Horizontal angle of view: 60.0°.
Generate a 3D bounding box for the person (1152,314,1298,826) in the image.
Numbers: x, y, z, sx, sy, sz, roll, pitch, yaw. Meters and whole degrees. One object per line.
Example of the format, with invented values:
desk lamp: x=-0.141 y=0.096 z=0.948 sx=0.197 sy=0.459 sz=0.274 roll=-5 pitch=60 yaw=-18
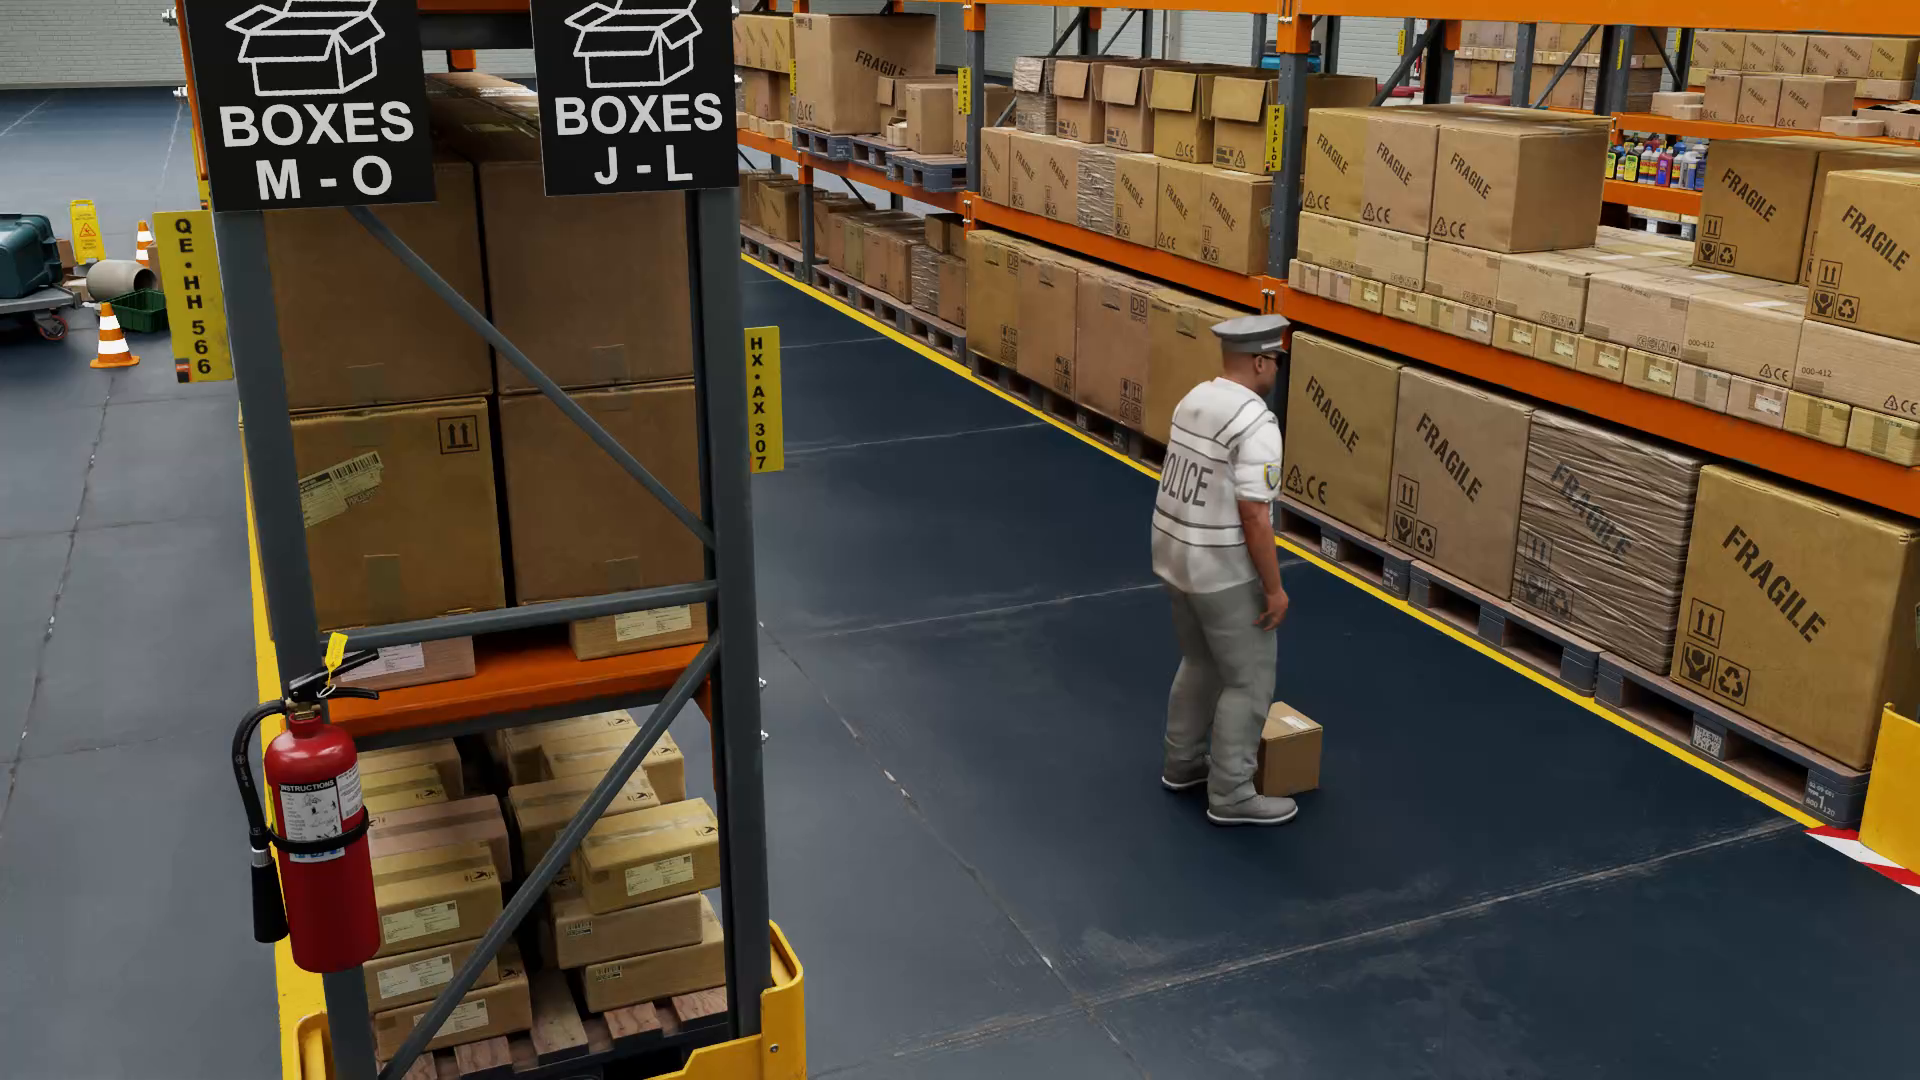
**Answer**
person: x=0.903 y=0.103 z=5.746 sx=0.437 sy=1.748 sz=0.587 roll=-8 pitch=20 yaw=-22
